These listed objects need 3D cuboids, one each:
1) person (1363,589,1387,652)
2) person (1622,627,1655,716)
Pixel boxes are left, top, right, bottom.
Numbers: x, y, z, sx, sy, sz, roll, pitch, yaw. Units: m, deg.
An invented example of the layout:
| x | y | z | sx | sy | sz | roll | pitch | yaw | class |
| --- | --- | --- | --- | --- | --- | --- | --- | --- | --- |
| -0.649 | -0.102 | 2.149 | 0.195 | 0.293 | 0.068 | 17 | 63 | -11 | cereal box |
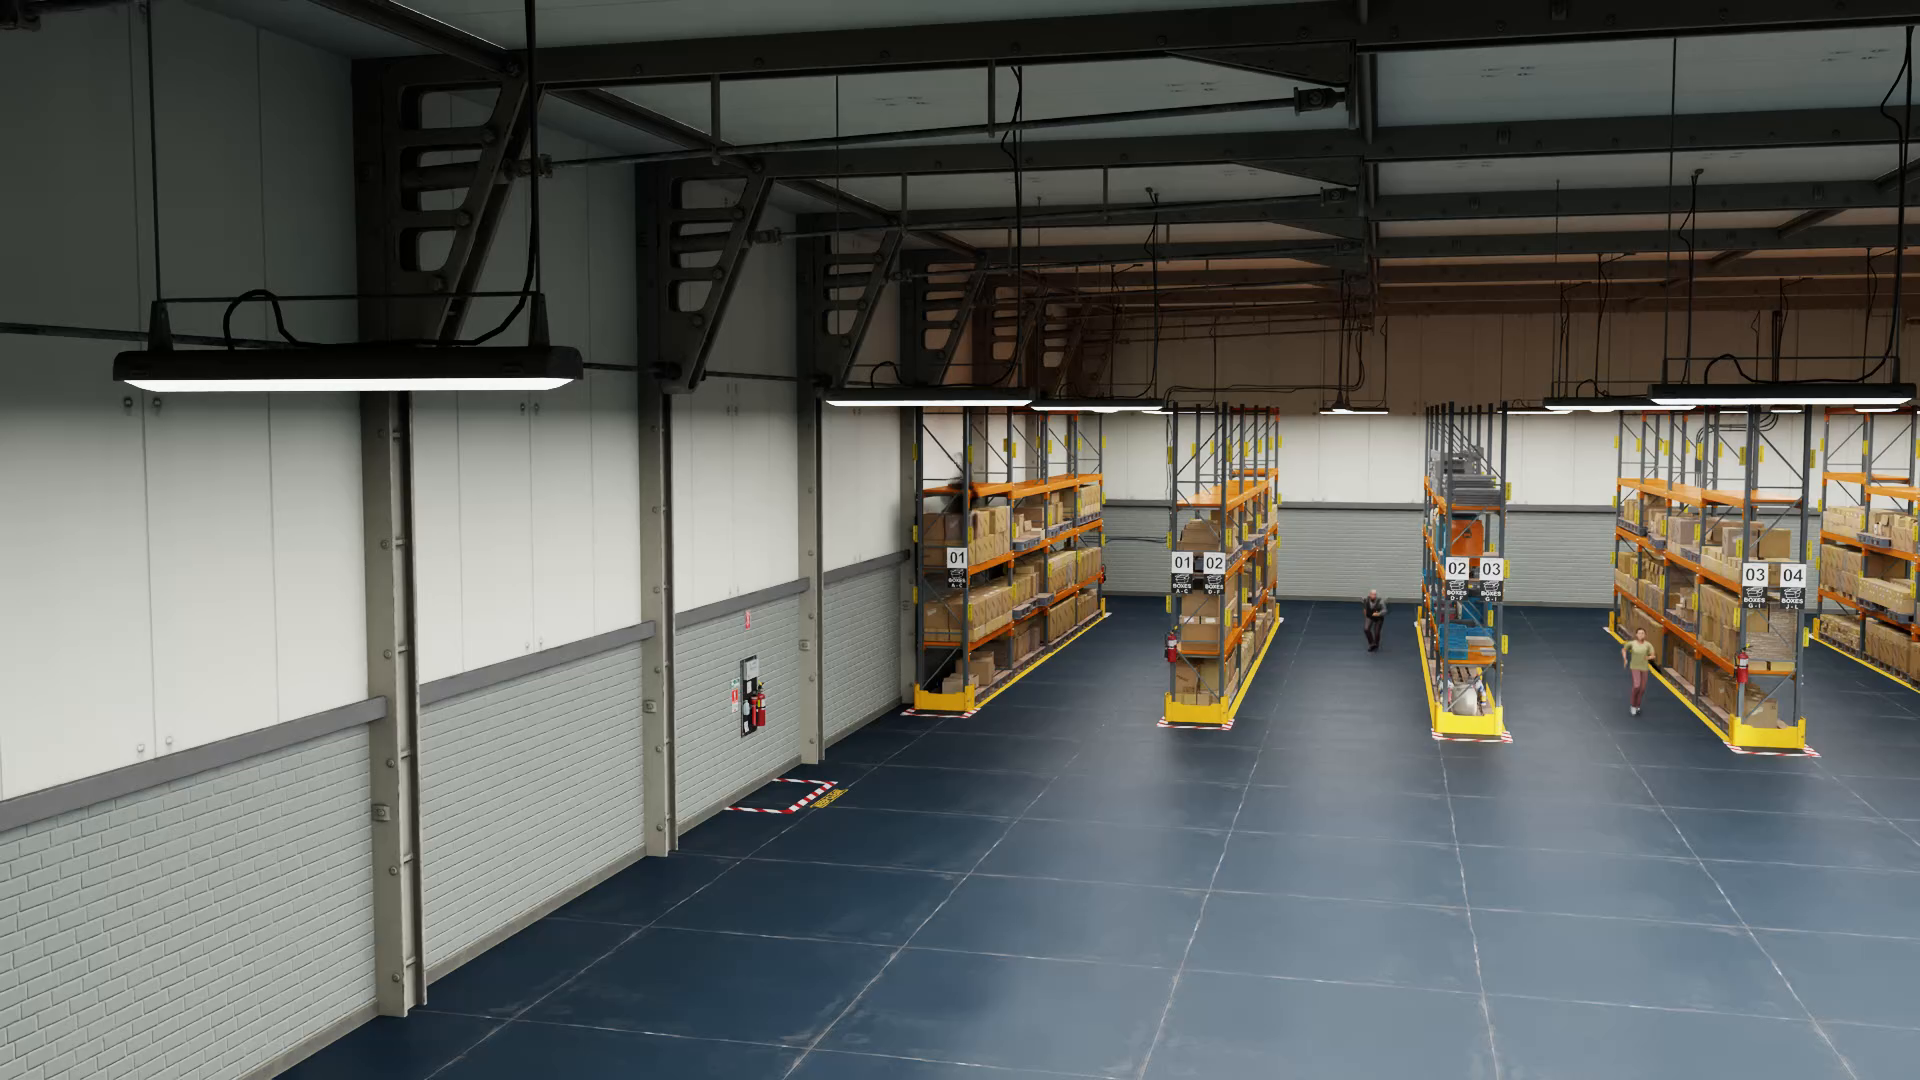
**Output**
| x | y | z | sx | sy | sz | roll | pitch | yaw | class |
| --- | --- | --- | --- | --- | --- | --- | --- | --- | --- |
| 10.137 | 1.934 | 40.579 | 0.682 | 1.545 | 1.097 | 2 | 5 | 28 | person |
| 13.076 | 2.532 | 32.008 | 0.531 | 1.672 | 0.688 | 0 | 4 | 6 | person |
